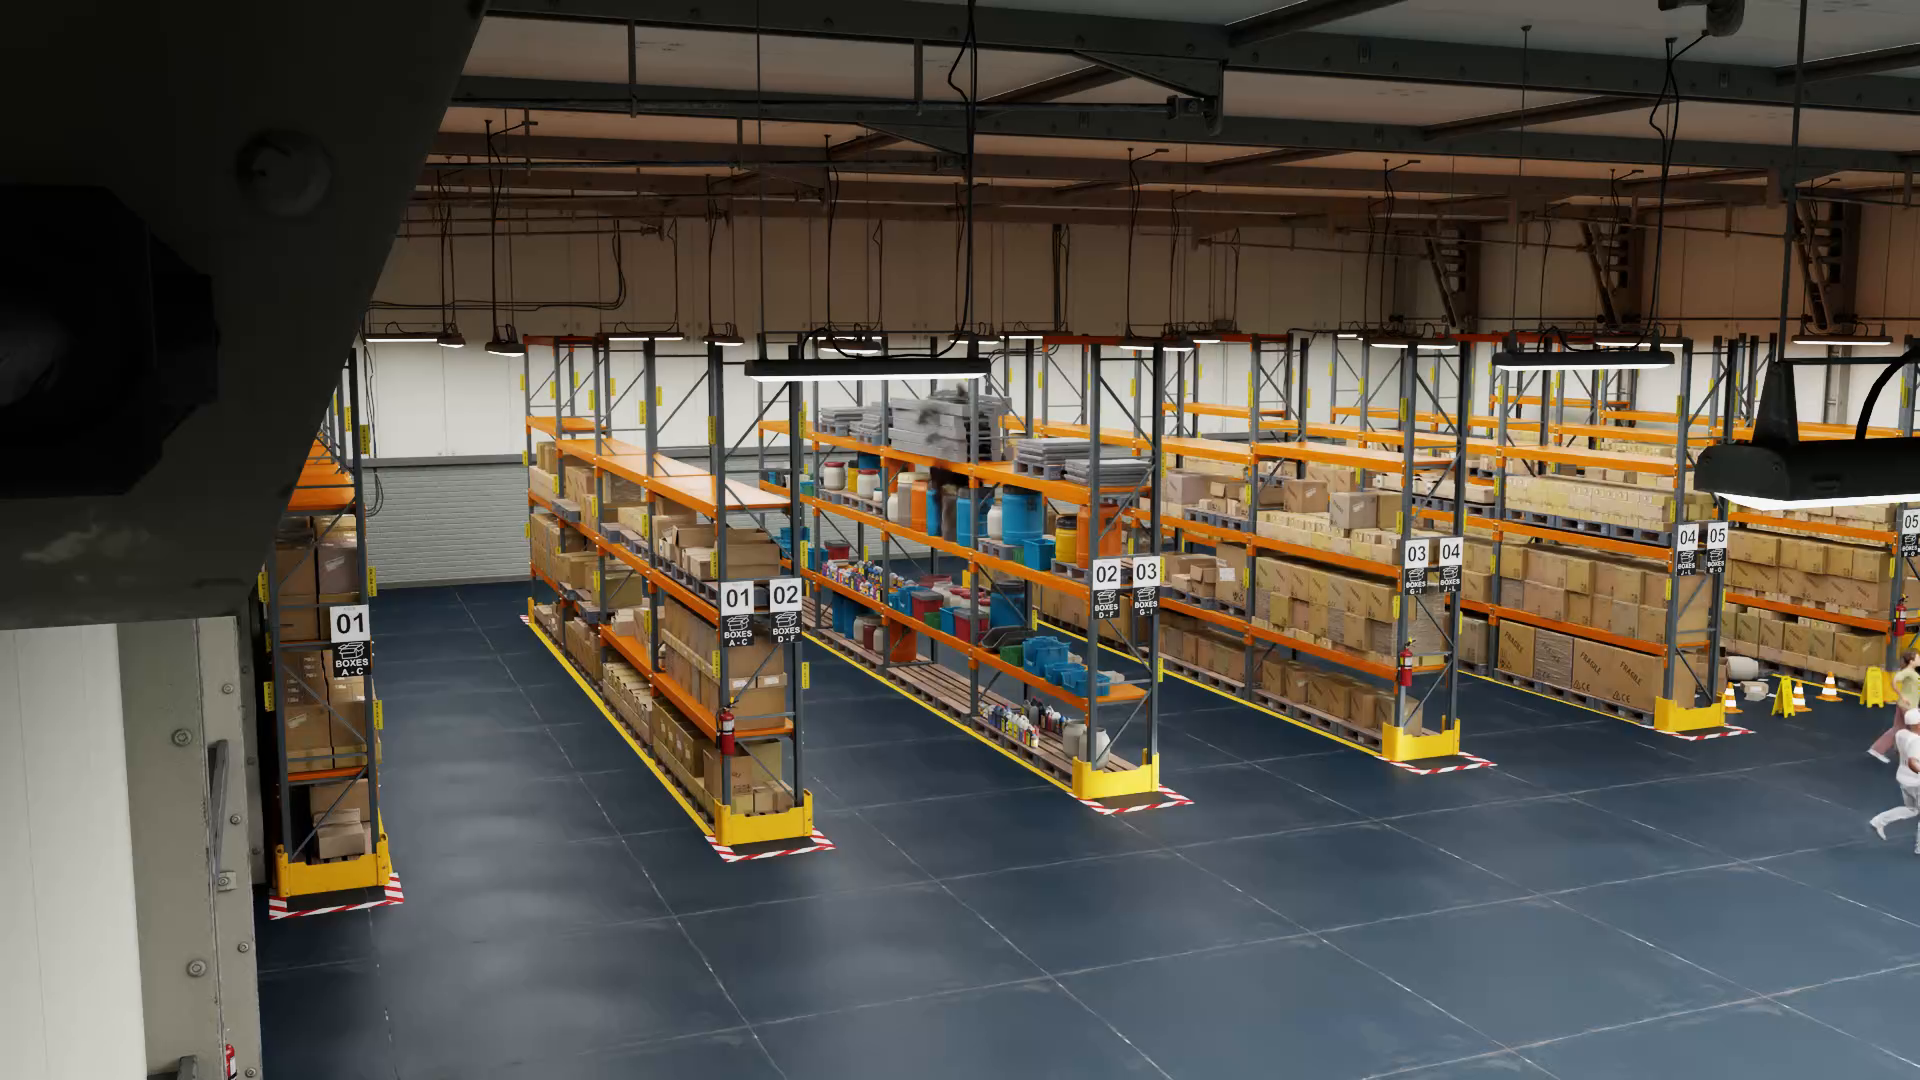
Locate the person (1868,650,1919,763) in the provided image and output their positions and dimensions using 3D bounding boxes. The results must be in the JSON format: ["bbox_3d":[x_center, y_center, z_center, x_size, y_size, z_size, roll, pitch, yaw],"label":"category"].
[{"bbox_3d":[13.316,2.393,23.420,0.849,1.720,0.566,3,8,24],"label":"person"}]

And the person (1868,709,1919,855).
[{"bbox_3d":[11.265,2.861,19.684,0.804,1.747,0.694,1,8,8],"label":"person"}]
